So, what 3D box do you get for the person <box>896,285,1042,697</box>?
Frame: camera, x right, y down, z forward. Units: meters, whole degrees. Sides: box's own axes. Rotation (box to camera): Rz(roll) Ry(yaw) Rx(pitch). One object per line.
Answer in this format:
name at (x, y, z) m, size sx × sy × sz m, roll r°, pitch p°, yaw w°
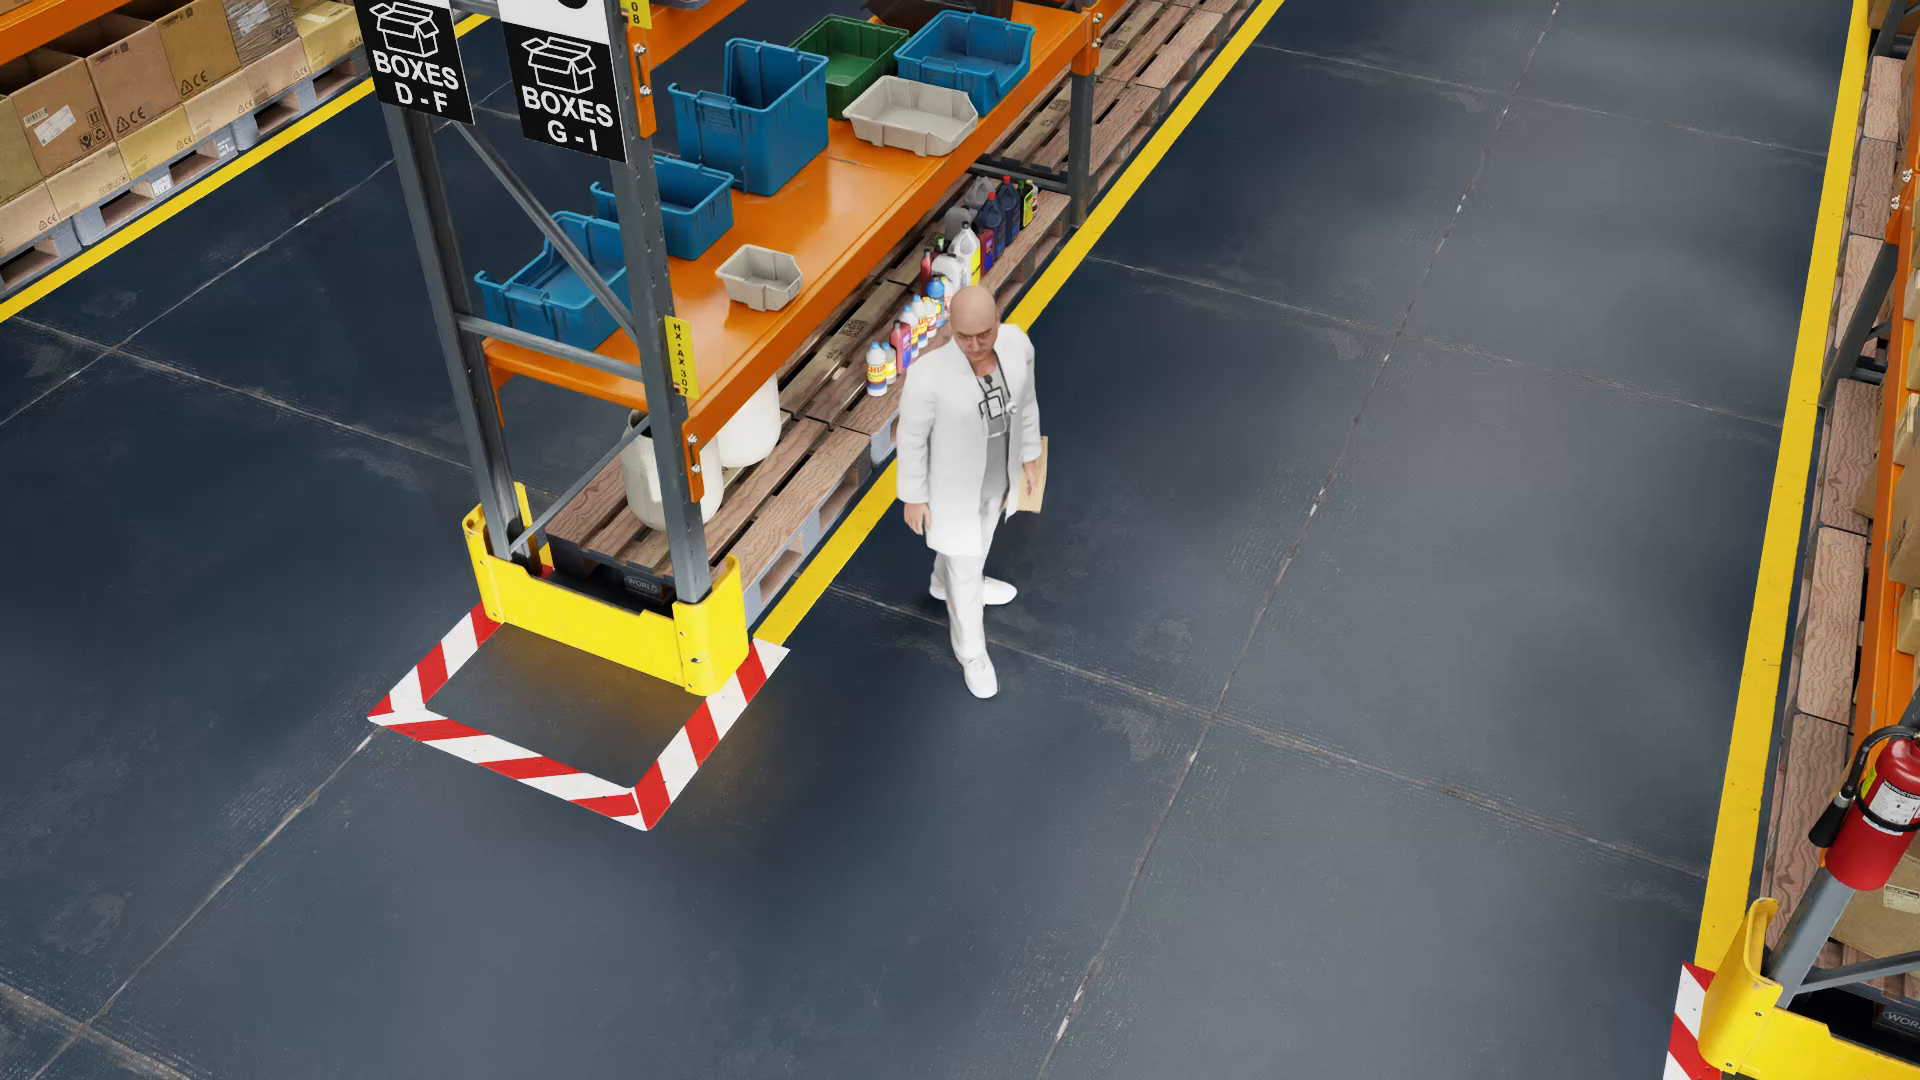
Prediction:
person at (0.045, -0.241, 6.441) m, size 0.612 × 1.778 × 0.676 m, roll -27°, pitch 48°, yaw -28°
